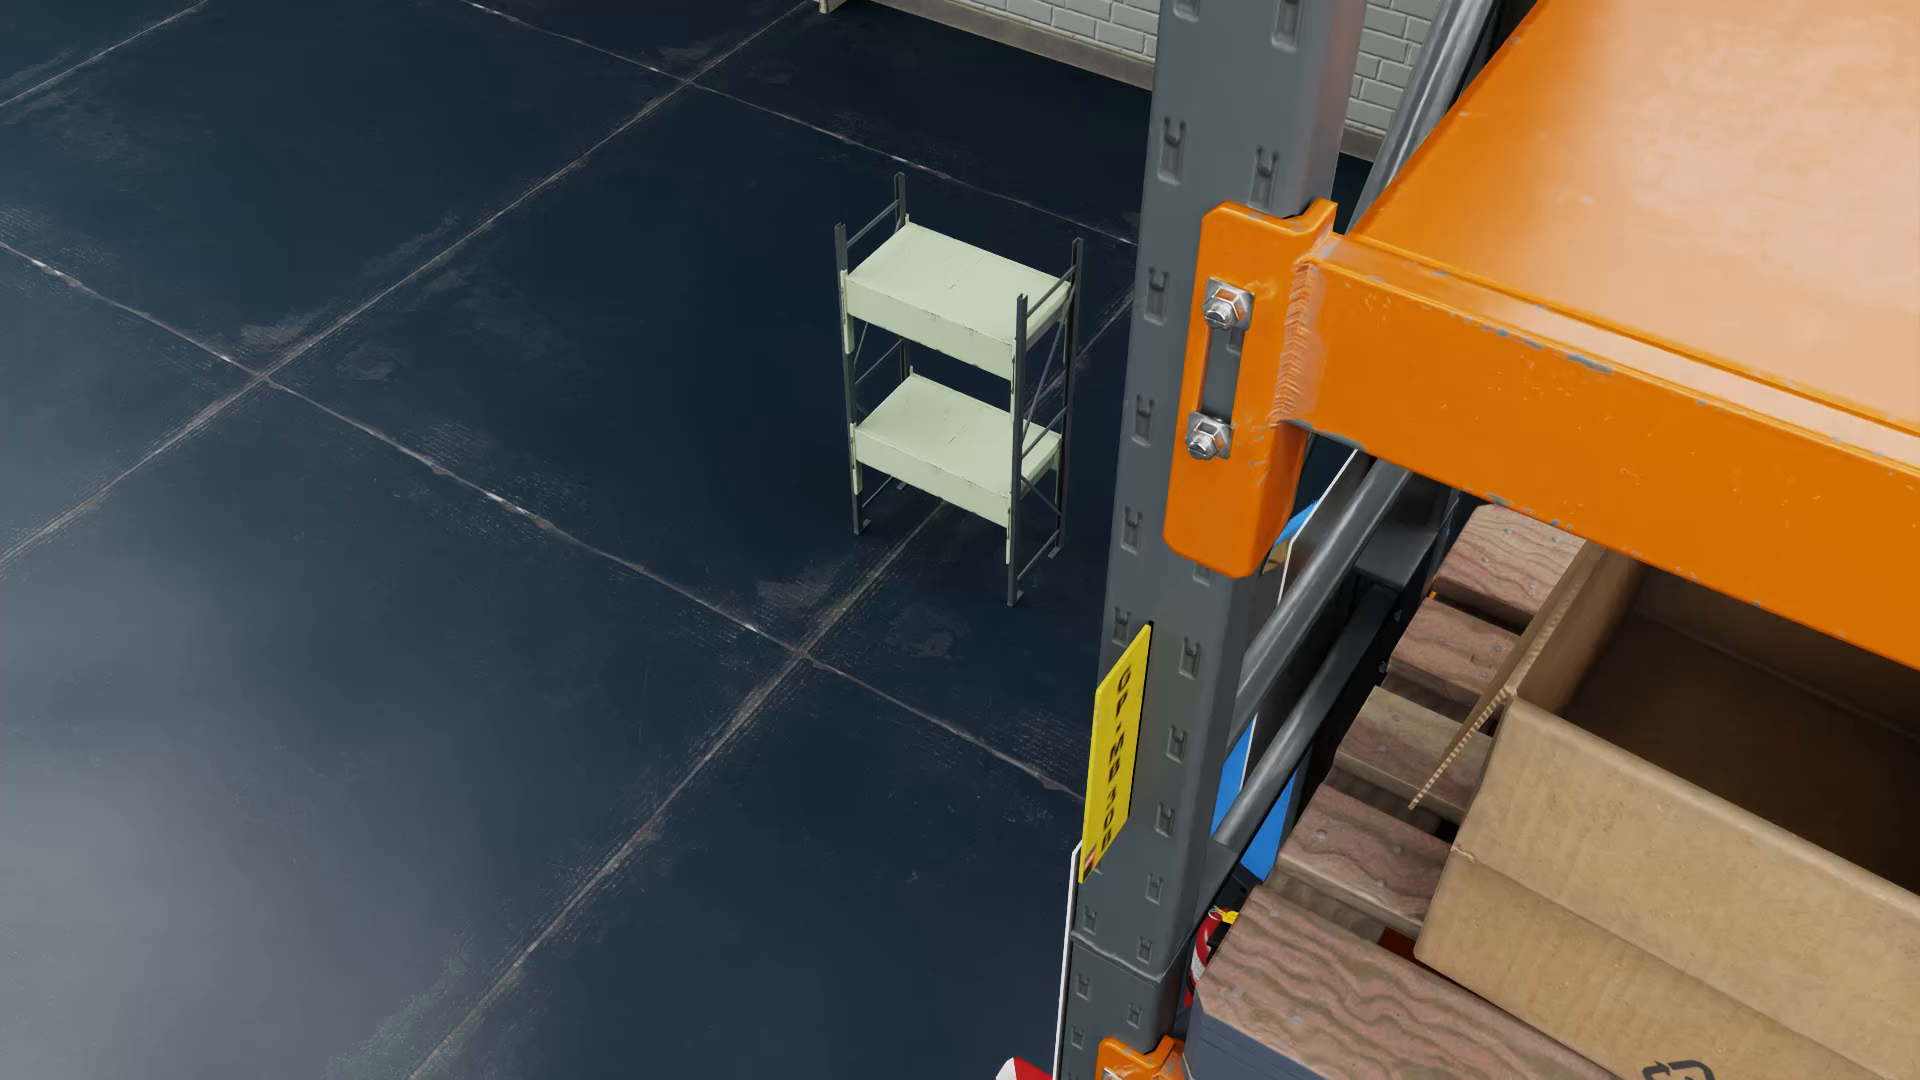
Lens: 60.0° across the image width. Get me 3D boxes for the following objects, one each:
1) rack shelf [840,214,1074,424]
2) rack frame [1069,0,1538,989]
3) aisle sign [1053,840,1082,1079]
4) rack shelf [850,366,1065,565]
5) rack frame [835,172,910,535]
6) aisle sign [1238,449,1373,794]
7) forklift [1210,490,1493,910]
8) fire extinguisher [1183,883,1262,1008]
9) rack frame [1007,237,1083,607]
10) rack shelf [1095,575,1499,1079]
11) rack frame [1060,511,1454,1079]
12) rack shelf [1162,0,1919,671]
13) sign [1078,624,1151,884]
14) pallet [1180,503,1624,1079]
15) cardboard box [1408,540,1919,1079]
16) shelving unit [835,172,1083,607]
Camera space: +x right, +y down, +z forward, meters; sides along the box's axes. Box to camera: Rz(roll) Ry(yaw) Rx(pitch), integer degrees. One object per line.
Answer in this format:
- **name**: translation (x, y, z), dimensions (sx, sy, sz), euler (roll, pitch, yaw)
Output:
- **rack shelf**: translation (-0.006, -0.797, 5.935), dimensions (0.720, 0.370, 0.431), euler (25, 51, 22)
- **rack frame**: translation (0.460, -0.822, 1.274), dimensions (0.127, 3.000, 1.000), euler (25, 51, 22)
- **aisle sign**: translation (0.239, 0.522, 2.339), dimensions (0.004, 0.787, 0.394), euler (25, 51, 22)
- **rack shelf**: translation (-0.006, -0.298, 6.448), dimensions (0.720, 0.370, 0.431), euler (25, 51, 22)
- **rack frame**: translation (-0.314, -0.667, 6.352), dimensions (0.023, 1.500, 0.400), euler (25, 51, 22)
- **aisle sign**: translation (0.563, 0.160, 2.691), dimensions (0.004, 0.787, 0.394), euler (25, 51, 22)
- **forklift**: translation (1.951, 0.515, 4.206), dimensions (1.130, 2.935, 3.031), euler (-33, 54, -28)
- **fire extinguisher**: translation (0.611, 0.969, 3.771), dimensions (0.183, 0.674, 0.296), euler (25, 51, 22)
- **rack frame**: translation (0.302, -0.384, 6.077), dimensions (0.023, 1.500, 0.400), euler (25, 51, 22)
- **rack shelf**: translation (2.143, 1.248, 1.856), dimensions (4.000, 0.370, 1.077), euler (25, 51, 22)
- **rack frame**: translation (0.460, 1.268, 3.426), dimensions (0.127, 3.000, 1.000), euler (25, 51, 22)
- **rack shelf**: translation (2.143, 0.342, 0.923), dimensions (4.000, 0.370, 1.077), euler (25, 51, 22)
- **sign**: translation (0.155, 0.224, 1.685), dimensions (0.005, 0.325, 0.100), euler (25, 51, 22)
- **pallet**: translation (1.041, 0.543, 2.101), dimensions (1.213, 0.211, 1.003), euler (25, 51, 22)
- **cardboard box**: translation (0.941, 0.217, 1.894), dimensions (0.637, 0.503, 0.797), euler (28, 52, 25)
- **shelving unit**: translation (-0.006, -0.525, 6.215), dimensions (0.755, 1.500, 0.431), euler (25, 51, 22)
